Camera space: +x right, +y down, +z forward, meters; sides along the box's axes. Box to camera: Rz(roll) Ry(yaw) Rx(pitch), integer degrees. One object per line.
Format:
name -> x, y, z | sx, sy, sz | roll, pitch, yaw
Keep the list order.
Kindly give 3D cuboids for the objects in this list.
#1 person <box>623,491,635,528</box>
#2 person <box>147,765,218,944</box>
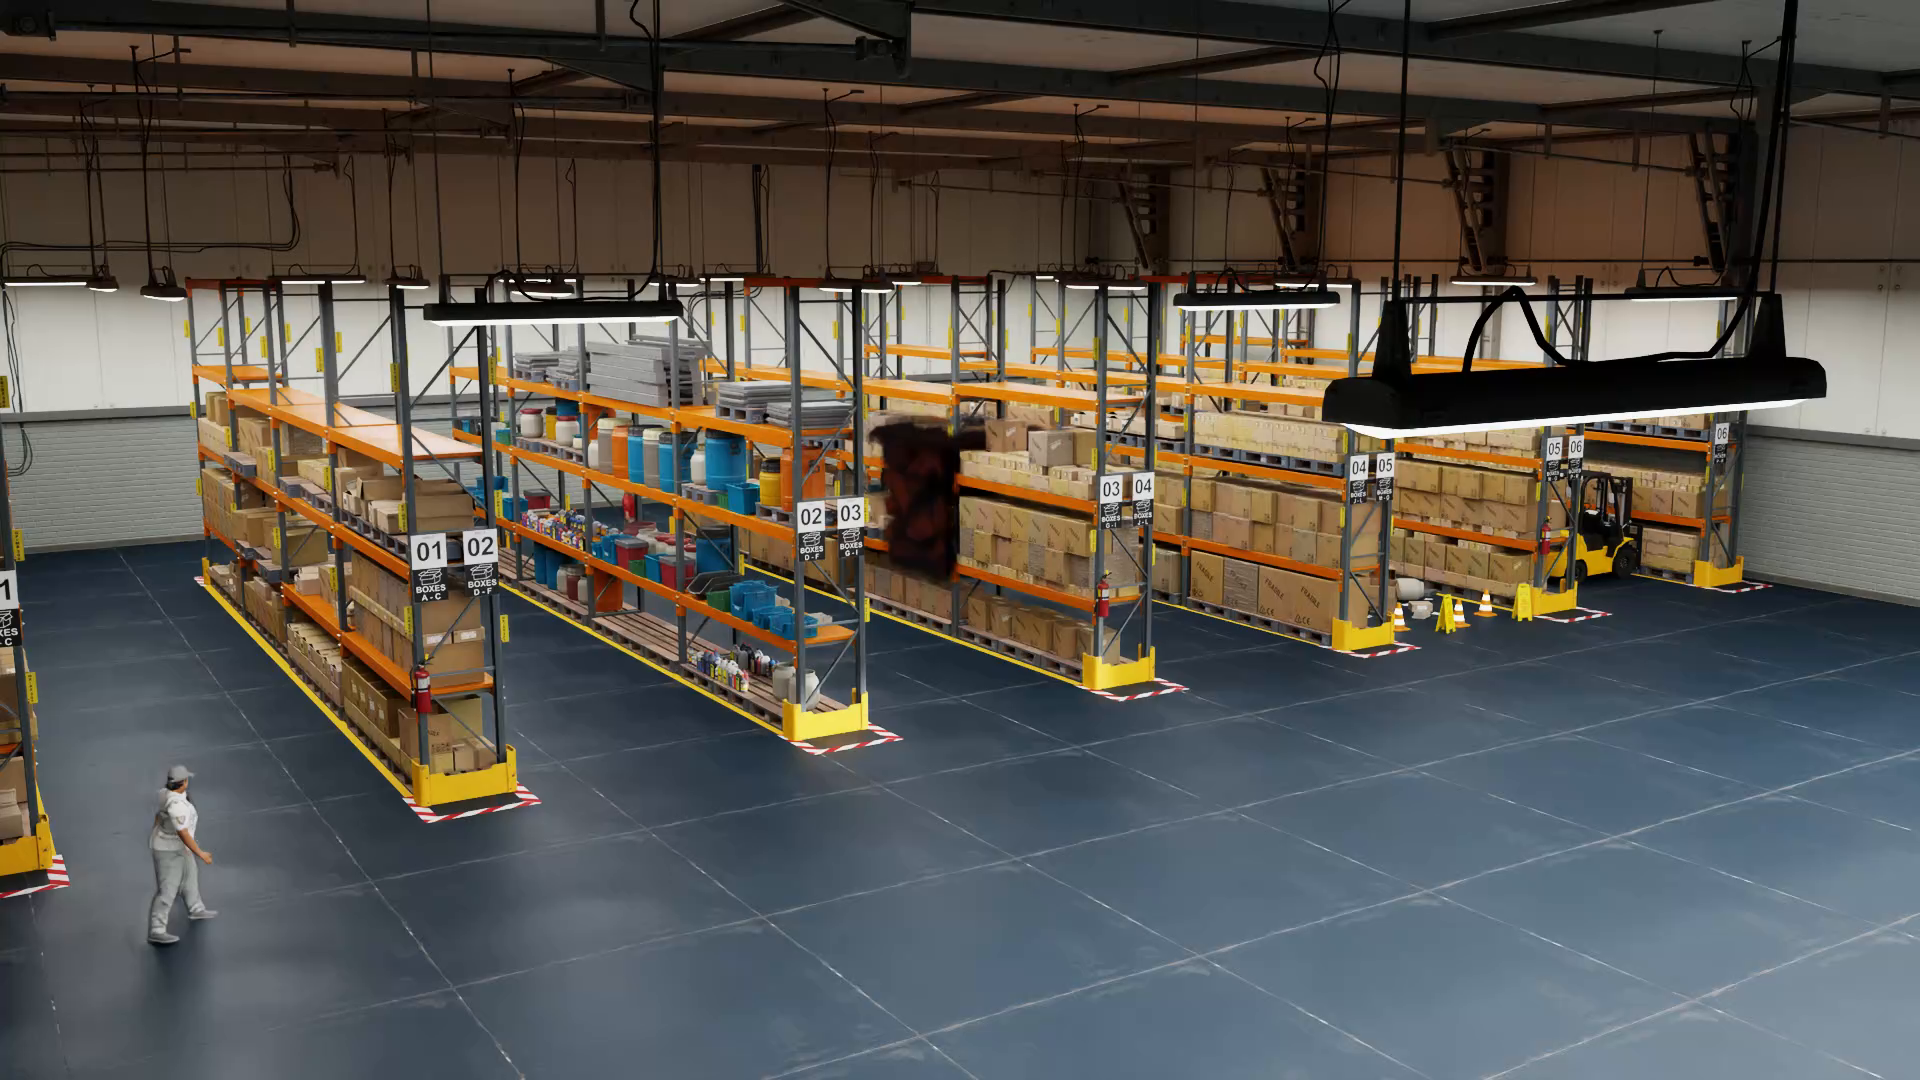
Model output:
person -> -6.885, -0.317, 34.679 | 0.427, 1.729, 0.593 | -2, 10, -13
person -> -7.418, 2.928, 15.756 | 0.642, 1.653, 0.663 | -5, 11, -27
